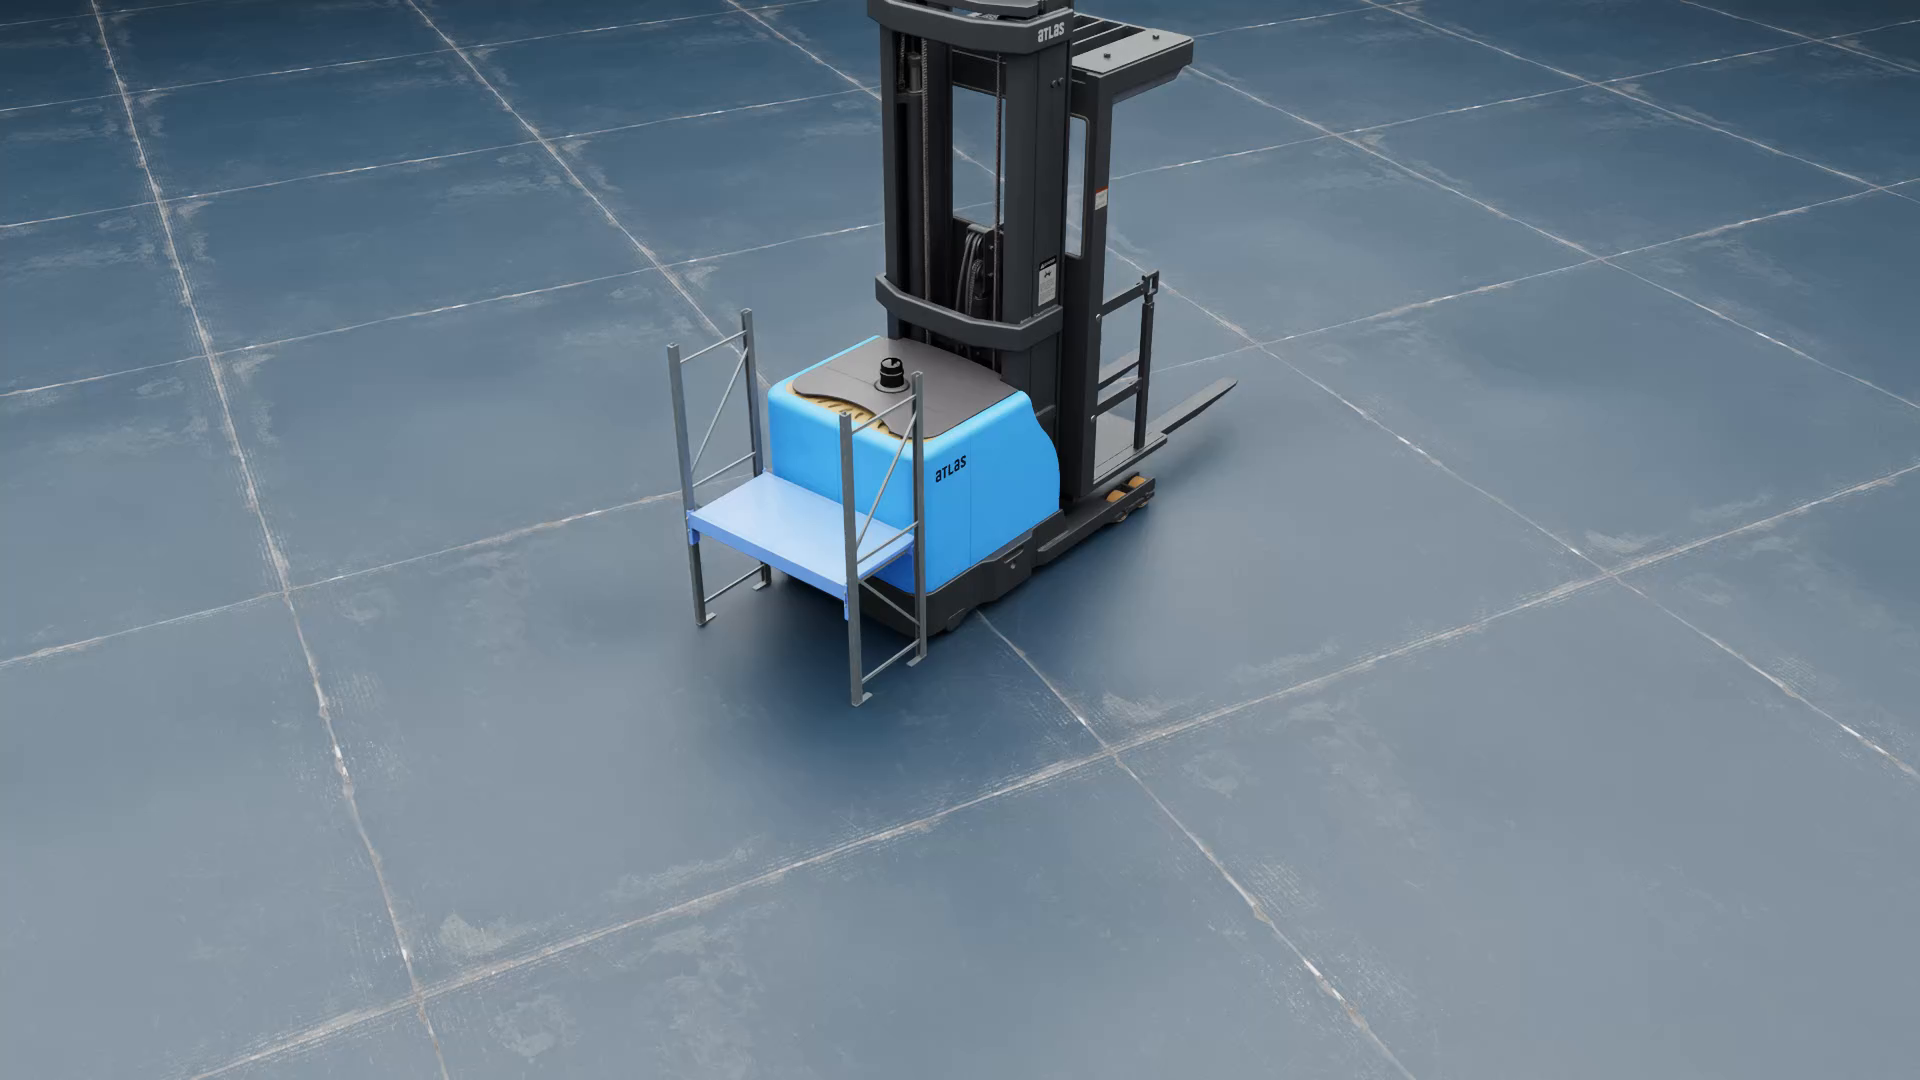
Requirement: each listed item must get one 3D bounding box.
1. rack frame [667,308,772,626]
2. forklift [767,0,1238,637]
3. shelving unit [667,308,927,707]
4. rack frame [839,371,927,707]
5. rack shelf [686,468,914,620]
[{"bbox_3d":[-1.121,-0.322,7.862,0.032,1.500,0.500,23,39,32],"label":"rack frame"},{"bbox_3d":[0.406,-1.490,8.359,1.130,2.935,3.031,25,40,33],"label":"forklift"},{"bbox_3d":[-0.723,-0.151,7.595,1.048,1.500,0.538,23,39,32],"label":"shelving unit"},{"bbox_3d":[-0.326,0.020,7.329,0.032,1.500,0.500,23,39,32],"label":"rack frame"},{"bbox_3d":[-0.723,0.000,7.693,1.000,0.185,0.538,23,39,32],"label":"rack shelf"}]
